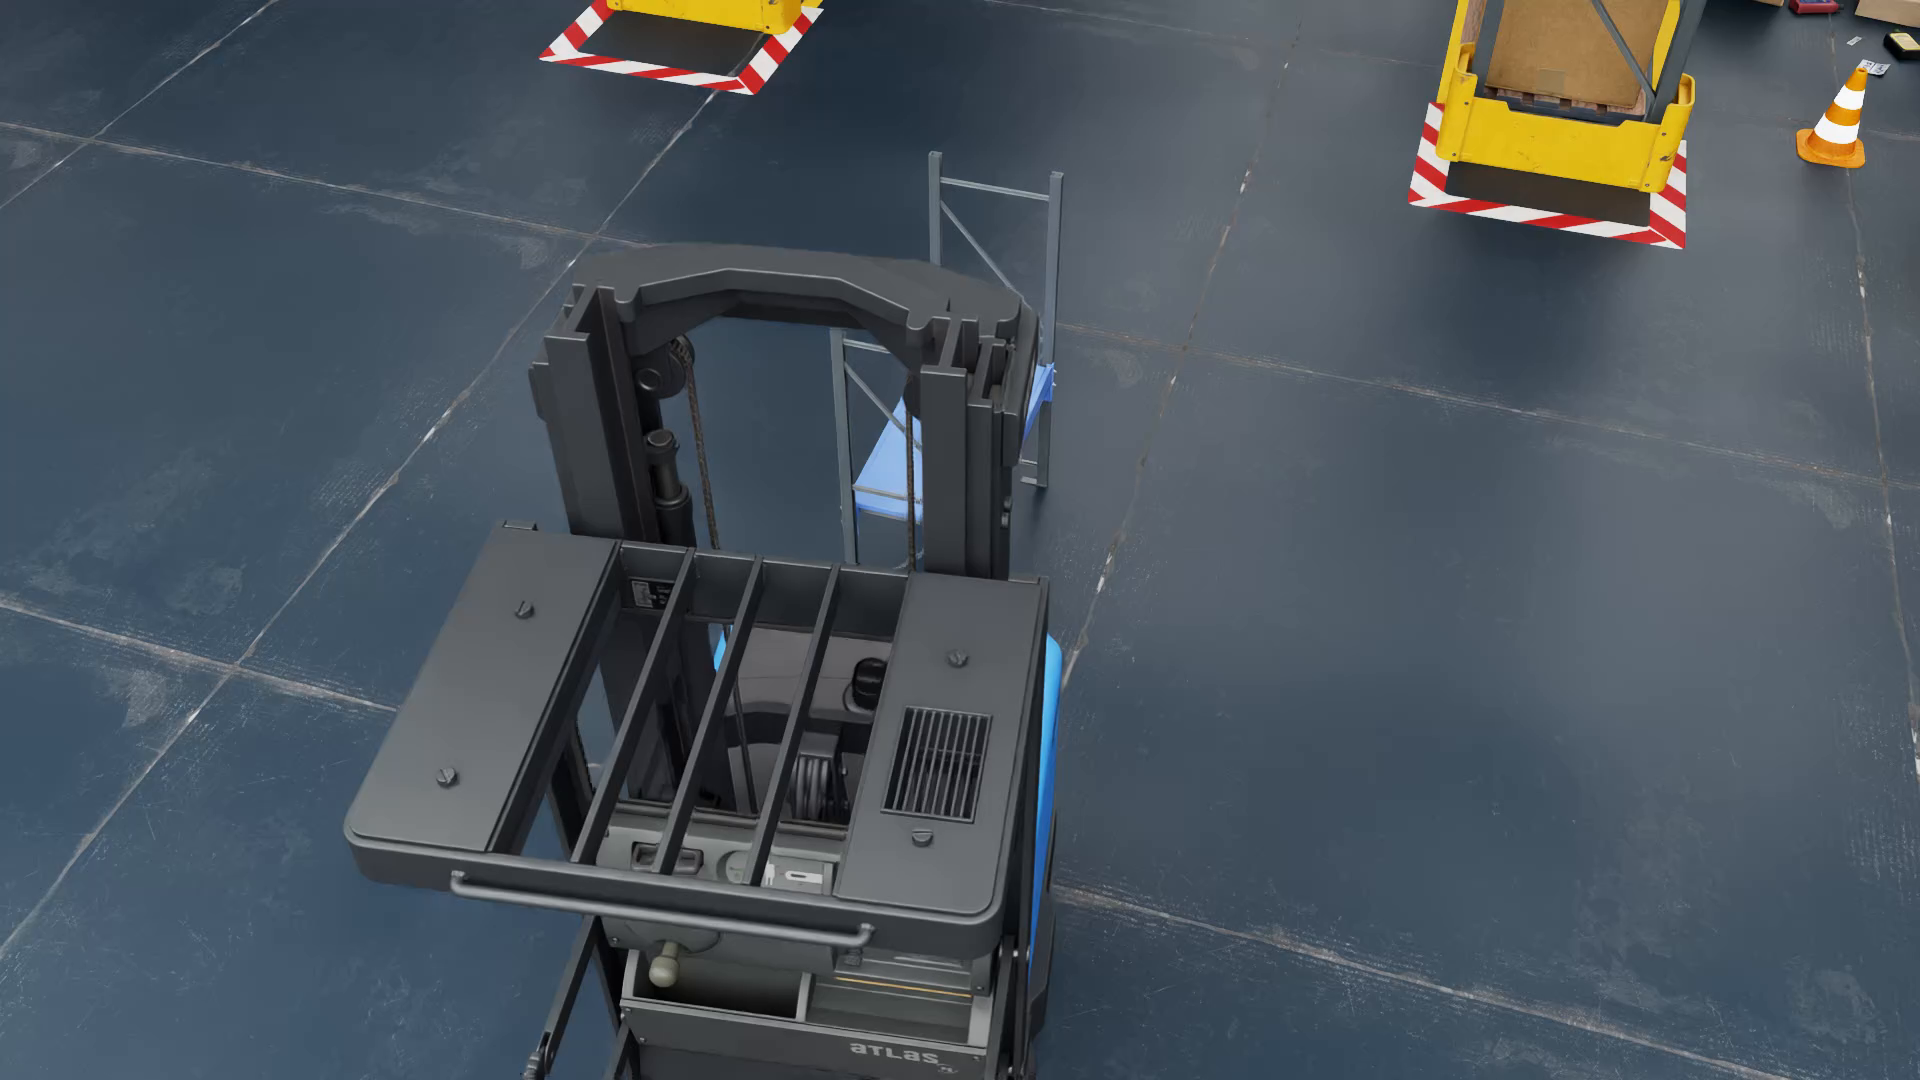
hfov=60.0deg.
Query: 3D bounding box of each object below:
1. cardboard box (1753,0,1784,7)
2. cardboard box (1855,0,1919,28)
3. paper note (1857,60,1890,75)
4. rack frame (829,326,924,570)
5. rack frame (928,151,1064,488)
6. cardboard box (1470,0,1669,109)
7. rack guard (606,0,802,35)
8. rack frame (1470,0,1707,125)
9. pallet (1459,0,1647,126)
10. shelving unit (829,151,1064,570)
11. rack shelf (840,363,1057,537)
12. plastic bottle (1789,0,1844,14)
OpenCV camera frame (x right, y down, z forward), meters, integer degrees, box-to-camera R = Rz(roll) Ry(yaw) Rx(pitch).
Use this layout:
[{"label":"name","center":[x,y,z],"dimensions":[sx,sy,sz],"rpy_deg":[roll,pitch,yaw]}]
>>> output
[{"label":"cardboard box","center":[4.850,-3.627,10.097],"dimensions":[0.500,0.500,0.500],"rpy_deg":[20,48,19]},{"label":"cardboard box","center":[5.577,-3.258,9.890],"dimensions":[0.396,0.266,0.258],"rpy_deg":[20,48,19]},{"label":"paper note","center":[5.211,-2.701,9.490],"dimensions":[0.144,0.017,0.142],"rpy_deg":[28,51,26]},{"label":"rack frame","center":[-0.180,-0.140,5.821],"dimensions":[0.500,1.500,0.032],"rpy_deg":[13,46,12]},{"label":"rack frame","center":[0.128,-0.818,6.514],"dimensions":[0.500,1.500,0.032],"rpy_deg":[13,46,12]},{"label":"cardboard box","center":[3.273,-2.962,8.851],"dimensions":[0.875,0.875,0.875],"rpy_deg":[13,46,13]},{"label":"rack guard","center":[-1.543,-3.380,9.847],"dimensions":[1.175,0.500,0.348],"rpy_deg":[13,46,13]},{"label":"rack frame","center":[3.131,-3.105,7.778],"dimensions":[1.000,3.000,0.127],"rpy_deg":[13,46,13]},{"label":"pallet","center":[3.298,-2.658,9.315],"dimensions":[1.003,0.211,1.213],"rpy_deg":[13,46,13]},{"label":"shelving unit","center":[-0.026,-0.479,6.167],"dimensions":[0.538,1.500,1.048],"rpy_deg":[13,46,12]},{"label":"rack shelf","center":[-0.026,-0.351,6.293],"dimensions":[0.538,0.185,1.000],"rpy_deg":[13,46,12]},{"label":"plastic bottle","center":[5.153,-3.219,9.996],"dimensions":[0.283,0.061,0.133],"rpy_deg":[-2,44,-2]}]
